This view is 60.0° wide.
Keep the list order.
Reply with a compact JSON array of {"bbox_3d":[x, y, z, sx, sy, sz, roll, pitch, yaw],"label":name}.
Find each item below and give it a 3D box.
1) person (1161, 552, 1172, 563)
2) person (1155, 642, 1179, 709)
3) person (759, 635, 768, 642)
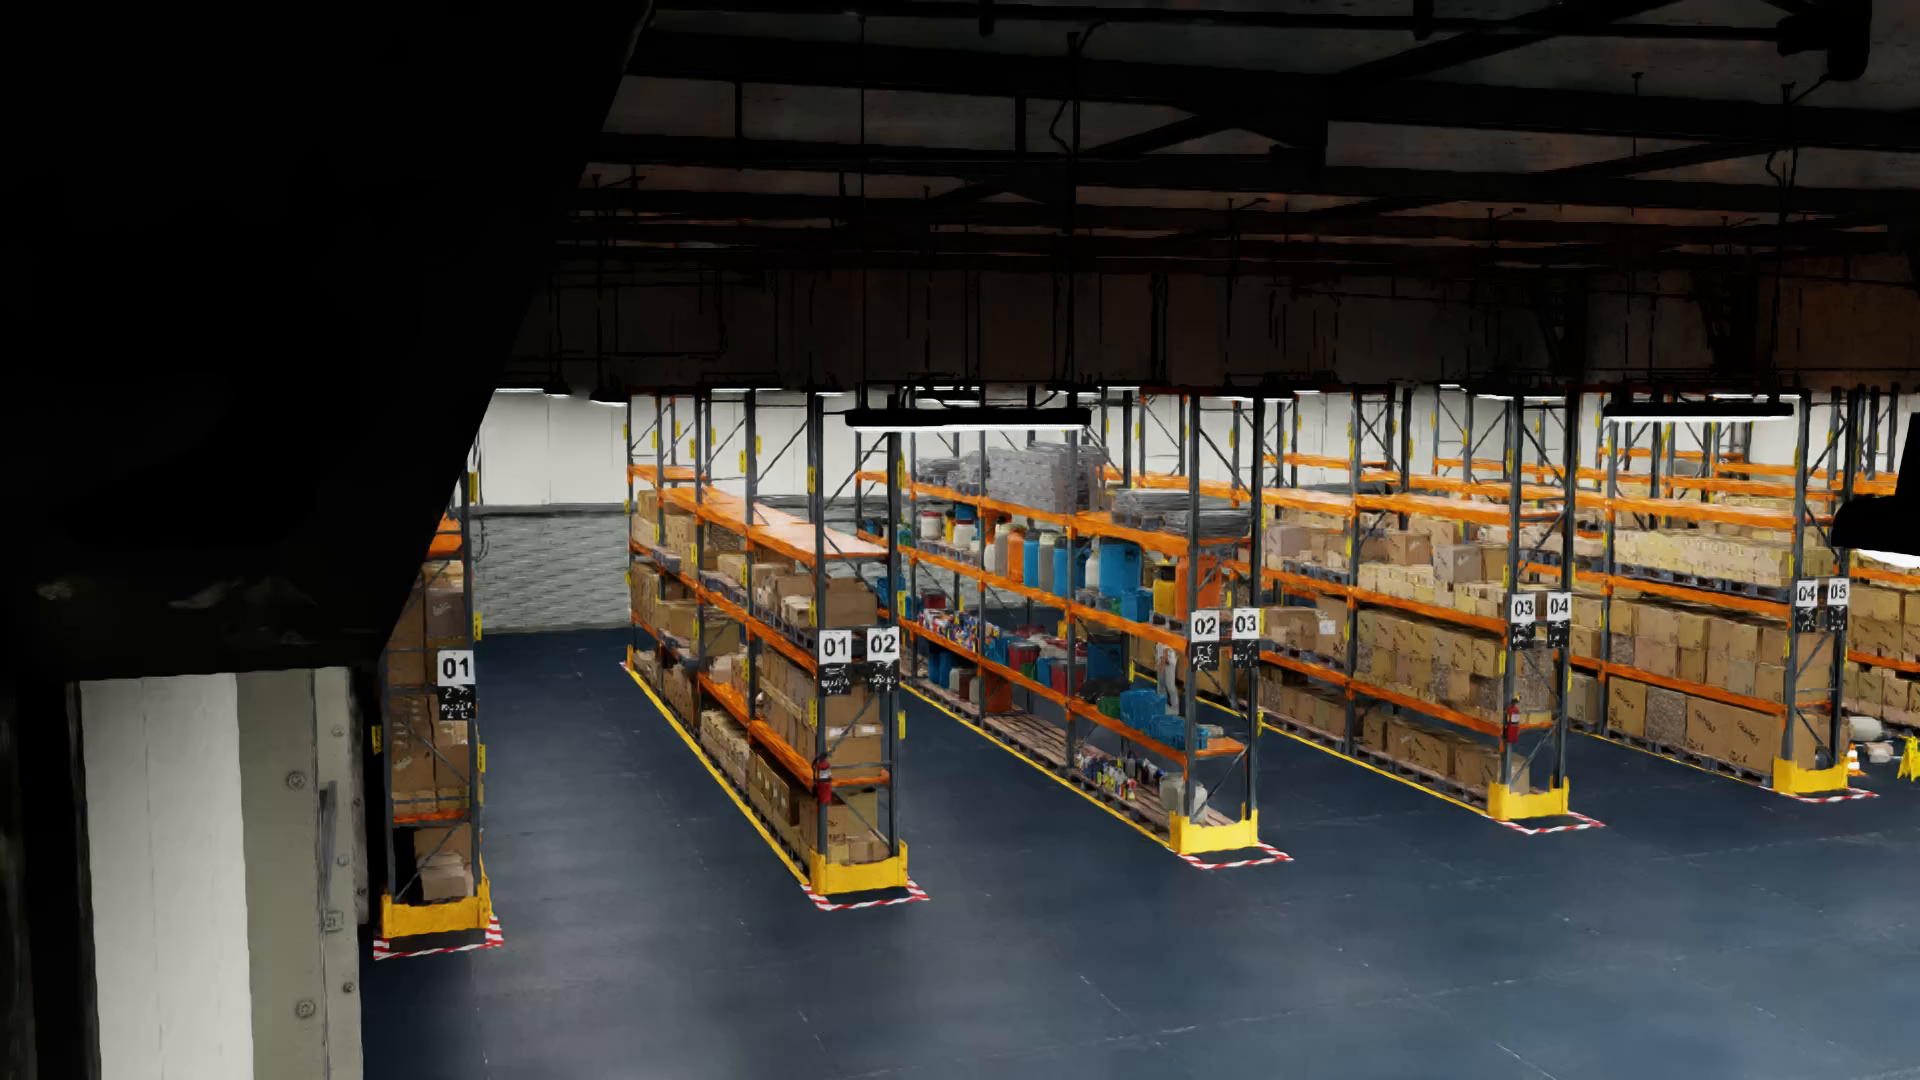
[{"bbox_3d":[5.262,1.072,42.344,0.533,1.758,0.708,1,6,13],"label":"person"},{"bbox_3d":[3.763,2.272,30.772,0.597,1.746,0.668,0,6,4],"label":"person"},{"bbox_3d":[-3.950,1.915,34.722,0.455,1.559,1.019,-2,6,-20],"label":"person"}]
